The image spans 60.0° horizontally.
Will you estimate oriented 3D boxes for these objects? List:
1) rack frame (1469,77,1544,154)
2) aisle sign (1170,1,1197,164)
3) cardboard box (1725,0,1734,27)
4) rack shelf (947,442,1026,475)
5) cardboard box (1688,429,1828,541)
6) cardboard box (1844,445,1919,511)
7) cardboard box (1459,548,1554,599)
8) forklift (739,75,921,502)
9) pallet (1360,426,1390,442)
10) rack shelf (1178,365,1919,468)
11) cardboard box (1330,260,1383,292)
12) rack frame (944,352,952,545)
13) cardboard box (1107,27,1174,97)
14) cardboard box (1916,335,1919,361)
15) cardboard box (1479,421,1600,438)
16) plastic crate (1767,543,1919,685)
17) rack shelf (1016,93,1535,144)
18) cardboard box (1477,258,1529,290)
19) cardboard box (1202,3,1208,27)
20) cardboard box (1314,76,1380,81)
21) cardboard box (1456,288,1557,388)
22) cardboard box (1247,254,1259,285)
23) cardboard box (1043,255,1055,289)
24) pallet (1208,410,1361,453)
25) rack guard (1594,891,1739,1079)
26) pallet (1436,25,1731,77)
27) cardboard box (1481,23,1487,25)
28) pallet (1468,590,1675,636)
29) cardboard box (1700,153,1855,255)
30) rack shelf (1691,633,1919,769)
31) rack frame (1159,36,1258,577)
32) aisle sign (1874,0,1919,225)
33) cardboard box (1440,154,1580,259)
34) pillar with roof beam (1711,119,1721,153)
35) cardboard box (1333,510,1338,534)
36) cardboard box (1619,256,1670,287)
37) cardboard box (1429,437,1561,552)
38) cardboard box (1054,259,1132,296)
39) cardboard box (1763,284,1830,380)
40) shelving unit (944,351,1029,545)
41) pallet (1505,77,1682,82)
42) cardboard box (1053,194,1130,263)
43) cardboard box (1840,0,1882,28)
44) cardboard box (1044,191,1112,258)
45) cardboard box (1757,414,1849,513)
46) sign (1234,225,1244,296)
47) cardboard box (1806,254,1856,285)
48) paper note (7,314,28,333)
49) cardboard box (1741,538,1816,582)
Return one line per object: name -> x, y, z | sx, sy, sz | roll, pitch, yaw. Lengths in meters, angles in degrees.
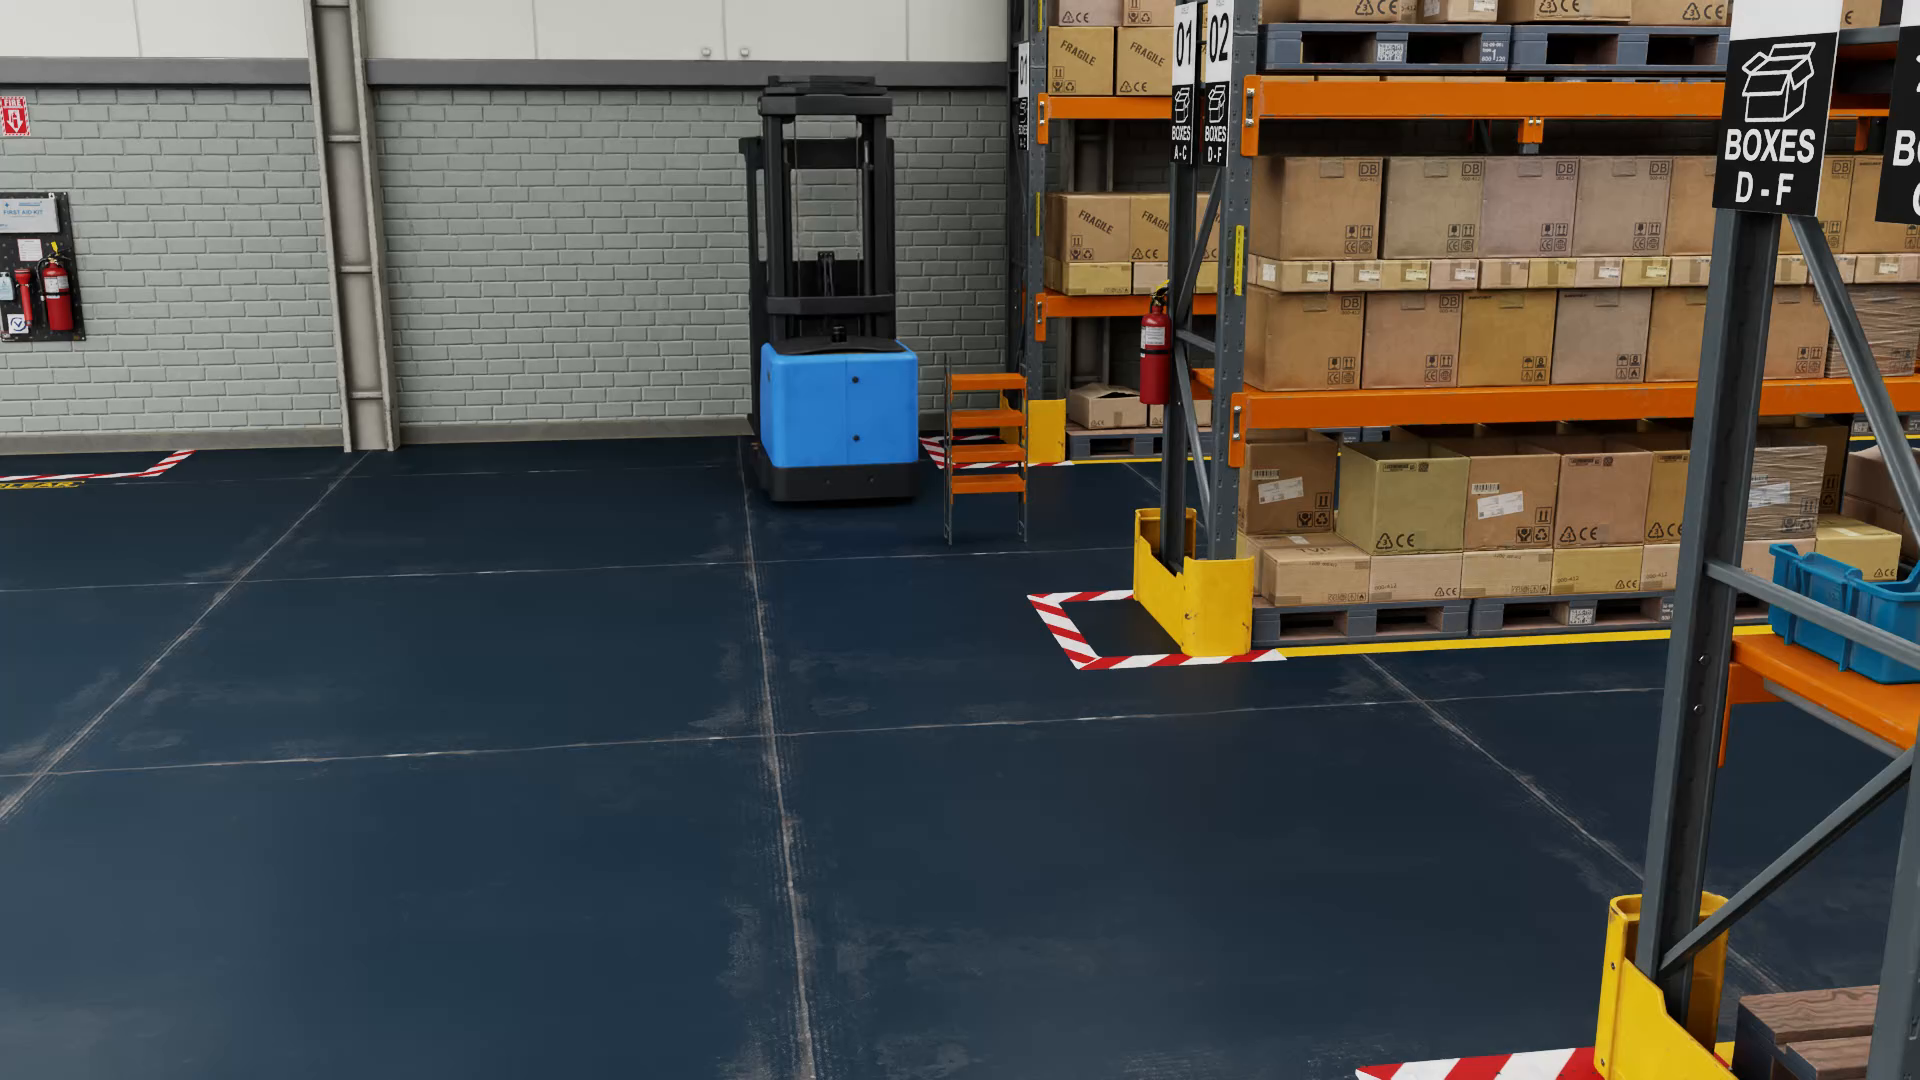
rack frame -> 4.467, -2.346, 13.911 | 0.127, 3.000, 1.000 | -2, 14, -8
aisle sign -> 1.145, -2.339, 8.538 | 0.004, 0.787, 0.394 | -2, 14, -8
cardboard box -> 4.057, -2.650, 8.321 | 0.250, 0.149, 0.380 | -2, 14, -8
rack shelf -> 0.164, -0.523, 10.616 | 0.480, 0.148, 0.258 | -2, 14, -8
cardboard box -> 4.287, -0.304, 9.015 | 0.500, 0.500, 0.500 | -2, 14, -8
cardboard box -> 5.567, -0.380, 9.709 | 0.500, 0.311, 0.500 | -2, 14, -8
cardboard box -> 2.805, 0.117, 8.877 | 0.500, 0.250, 0.500 | -2, 14, -8
forklift -> -1.074, -1.995, 12.651 | 1.130, 2.935, 3.031 | -3, 14, -11
pallet -> 3.808, -0.961, 14.119 | 1.213, 0.211, 1.003 | -2, 14, -8
rack shelf -> 3.231, -0.733, 8.959 | 4.000, 0.370, 1.077 | -2, 14, -8
cardboard box -> 1.934, -1.346, 8.382 | 0.250, 0.149, 0.380 | -2, 14, -10
rack frame -> -0.078, -0.579, 10.565 | 0.015, 1.200, 0.240 | -2, 14, -8
cardboard box -> 1.416, -3.677, 12.805 | 0.500, 0.500, 0.500 | -1, 14, -5
cardboard box -> 5.689, -1.110, 9.291 | 0.500, 0.250, 0.500 | -1, 14, -5
cardboard box -> 3.221, -0.392, 9.367 | 0.500, 0.500, 0.500 | -2, 14, -8
plastic crate -> 2.438, 0.164, 4.208 | 0.616, 0.251, 0.499 | -2, 14, -8
rack shelf -> 2.489, -3.380, 13.344 | 4.000, 0.370, 1.077 | -2, 14, -8
cardboard box -> 2.694, -1.373, 8.492 | 0.250, 0.149, 0.380 | -3, 14, -10
cardboard box -> 1.938, -4.182, 12.763 | 0.500, 0.500, 0.500 | -2, 14, -7
cardboard box -> 2.960, -3.737, 13.044 | 0.500, 0.500, 0.500 | -3, 14, -11
cardboard box -> 2.727, -1.109, 8.772 | 0.500, 0.500, 0.700 | -2, 14, -8
cardboard box -> 1.603, -1.433, 8.729 | 0.250, 0.149, 0.380 | -2, 14, -9
cardboard box -> 0.945, -2.202, 13.602 | 0.500, 0.250, 0.500 | -2, 14, -7
pallet -> 2.599, -0.916, 13.940 | 1.213, 0.211, 1.003 | -2, 14, -8
rack guard -> 2.056, 1.380, 4.191 | 0.348, 0.500, 1.175 | -2, 14, -8
pallet -> 3.166, -2.486, 8.485 | 1.213, 0.211, 1.003 | -2, 14, -8
cardboard box -> 2.903, -2.818, 8.660 | 0.500, 0.311, 0.500 | 0, 14, -2
pallet -> 3.207, 0.261, 9.245 | 1.213, 0.211, 1.003 | -2, 14, -8
cardboard box -> 4.272, -1.796, 8.846 | 0.500, 0.500, 0.700 | -2, 14, -8
rack shelf -> 3.965, 0.458, 4.207 | 4.000, 0.370, 1.077 | -2, 14, -8
rack frame -> 1.253, -1.010, 8.582 | 0.127, 3.000, 1.000 | -2, 14, -8
aisle sign -> 1.960, -1.006, 3.223 | 0.004, 0.787, 0.394 | -2, 14, -8
cardboard box -> 2.787, -1.742, 8.630 | 0.500, 0.500, 0.700 | -2, 14, -8
pillar with roof beam -> 7.650, -4.526, 10.272 | 0.400, 9.000, 9.100 | -2, 14, -8
cardboard box -> 2.232, 0.009, 9.310 | 0.500, 0.250, 0.500 | -2, 14, -8
cardboard box -> 3.454, -1.401, 8.601 | 0.250, 0.149, 0.380 | -2, 14, -6
cardboard box -> 2.804, -0.249, 8.797 | 0.500, 0.500, 0.500 | -2, 14, -8
cardboard box -> 1.042, -2.080, 13.115 | 0.500, 0.250, 0.500 | -3, 14, -10
cardboard box -> 4.250, -1.165, 8.995 | 0.500, 0.500, 0.700 | -2, 14, -9
shelving unit -> 0.164, -0.588, 10.600 | 0.503, 1.200, 0.258 | -2, 14, -8
pallet -> 5.093, -3.707, 13.556 | 1.003, 0.211, 1.213 | -2, 14, -8
cardboard box -> 1.029, -2.447, 13.038 | 0.500, 0.500, 0.500 | -2, 14, -8
cardboard box -> 4.671, -2.975, 8.895 | 0.500, 0.500, 0.500 | -1, 14, -4
cardboard box -> 0.946, -2.570, 13.529 | 0.500, 0.500, 0.500 | -2, 14, -9
cardboard box -> 4.704, -0.447, 9.586 | 0.500, 0.500, 0.500 | -2, 14, -8
sign -> 1.330, -1.334, 7.934 | 0.005, 0.325, 0.100 | -2, 14, -8
cardboard box -> 4.468, -1.438, 8.750 | 0.250, 0.149, 0.380 | -3, 14, -10
paper note -> -7.493, -1.720, 13.224 | 0.142, 0.148, 0.016 | -2, 14, -8
cardboard box -> 4.287, 0.060, 9.104 | 0.500, 0.250, 0.500 | -2, 14, -8
